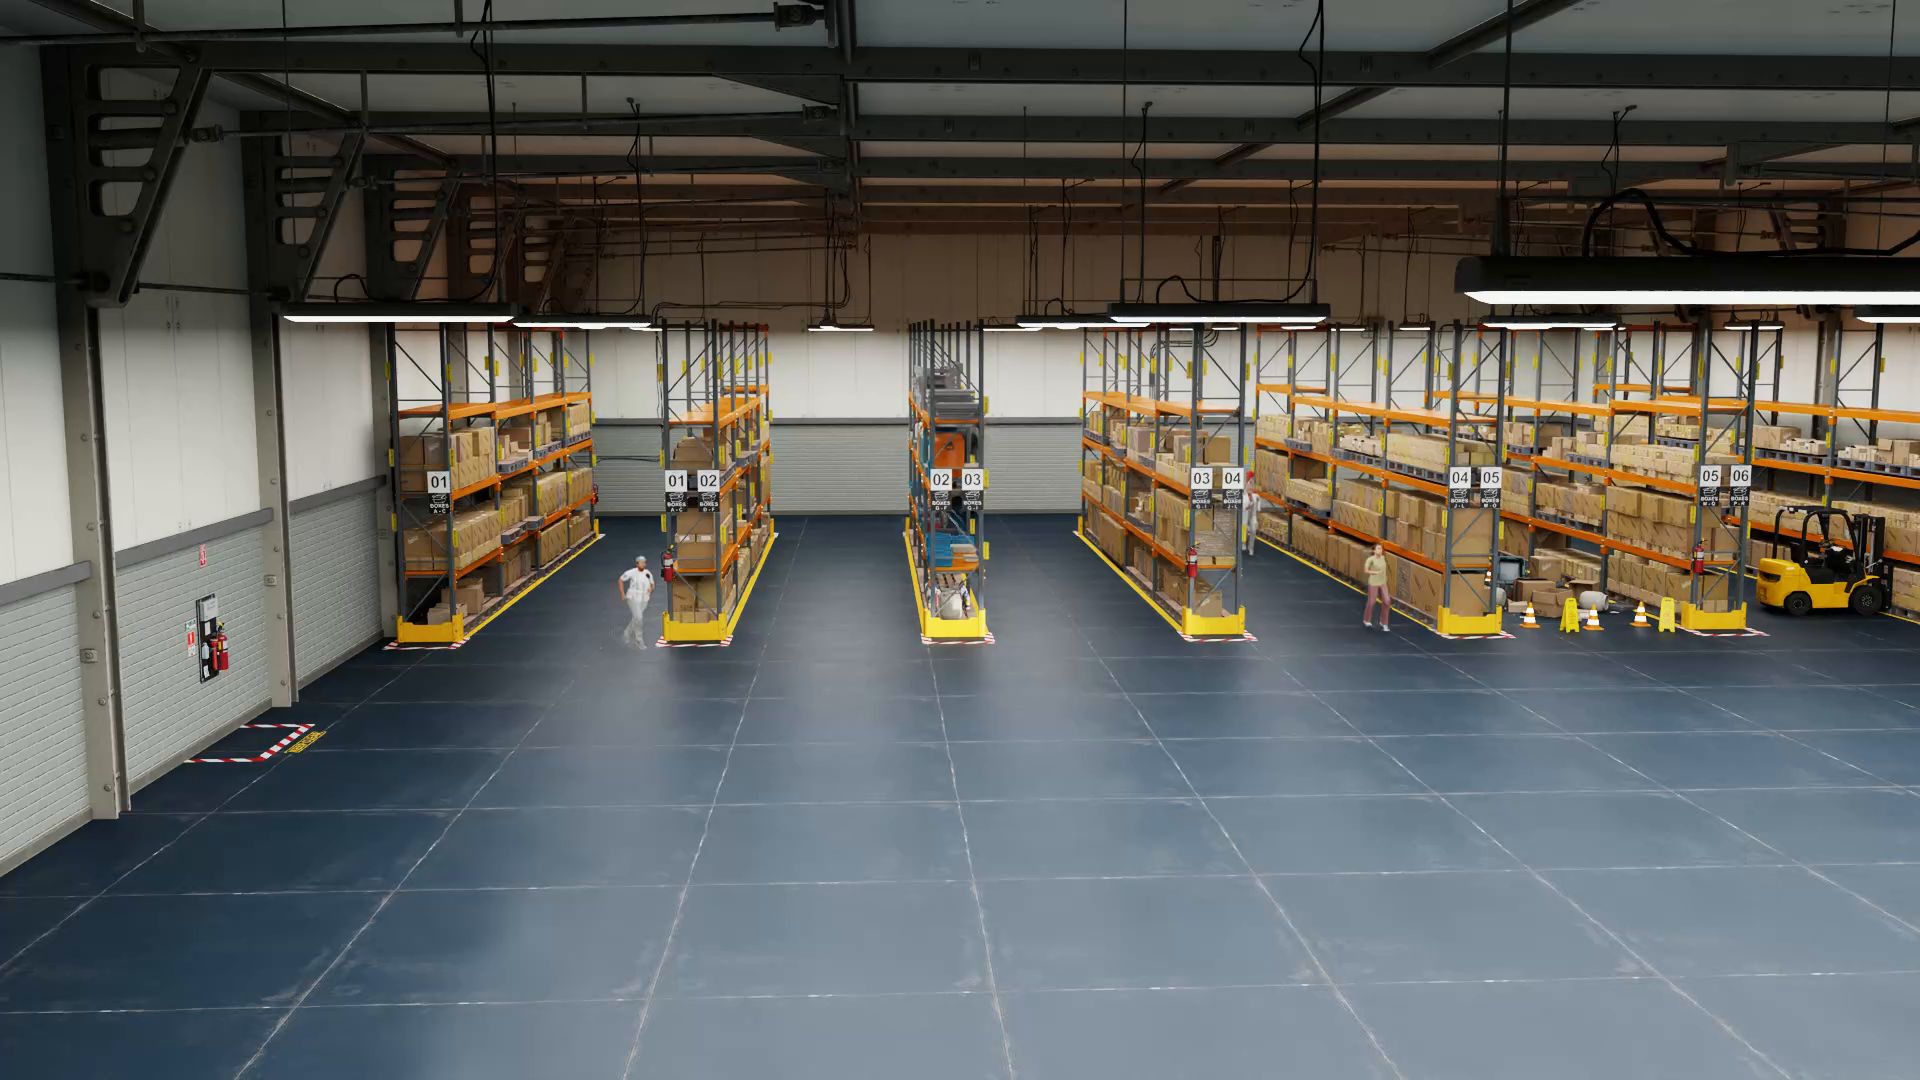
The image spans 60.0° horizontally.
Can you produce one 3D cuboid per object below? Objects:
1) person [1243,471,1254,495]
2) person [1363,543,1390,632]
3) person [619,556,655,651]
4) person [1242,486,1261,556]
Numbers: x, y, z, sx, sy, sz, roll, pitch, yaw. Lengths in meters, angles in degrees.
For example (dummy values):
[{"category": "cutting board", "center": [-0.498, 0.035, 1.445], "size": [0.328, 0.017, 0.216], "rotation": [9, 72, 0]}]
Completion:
[{"category": "person", "center": [8.423, -1.199, 49.223], "size": [0.763, 1.716, 0.757], "rotation": [2, 7, 15]}, {"category": "person", "center": [8.080, 0.910, 32.305], "size": [0.581, 1.737, 0.691], "rotation": [-2, 7, -18]}, {"category": "person", "center": [-5.875, 1.132, 30.558], "size": [0.610, 1.662, 0.847], "rotation": [-7, 10, -43]}, {"category": "person", "center": [7.546, -0.525, 43.555], "size": [0.745, 1.831, 0.978], "rotation": [-1, 7, -7]}]
